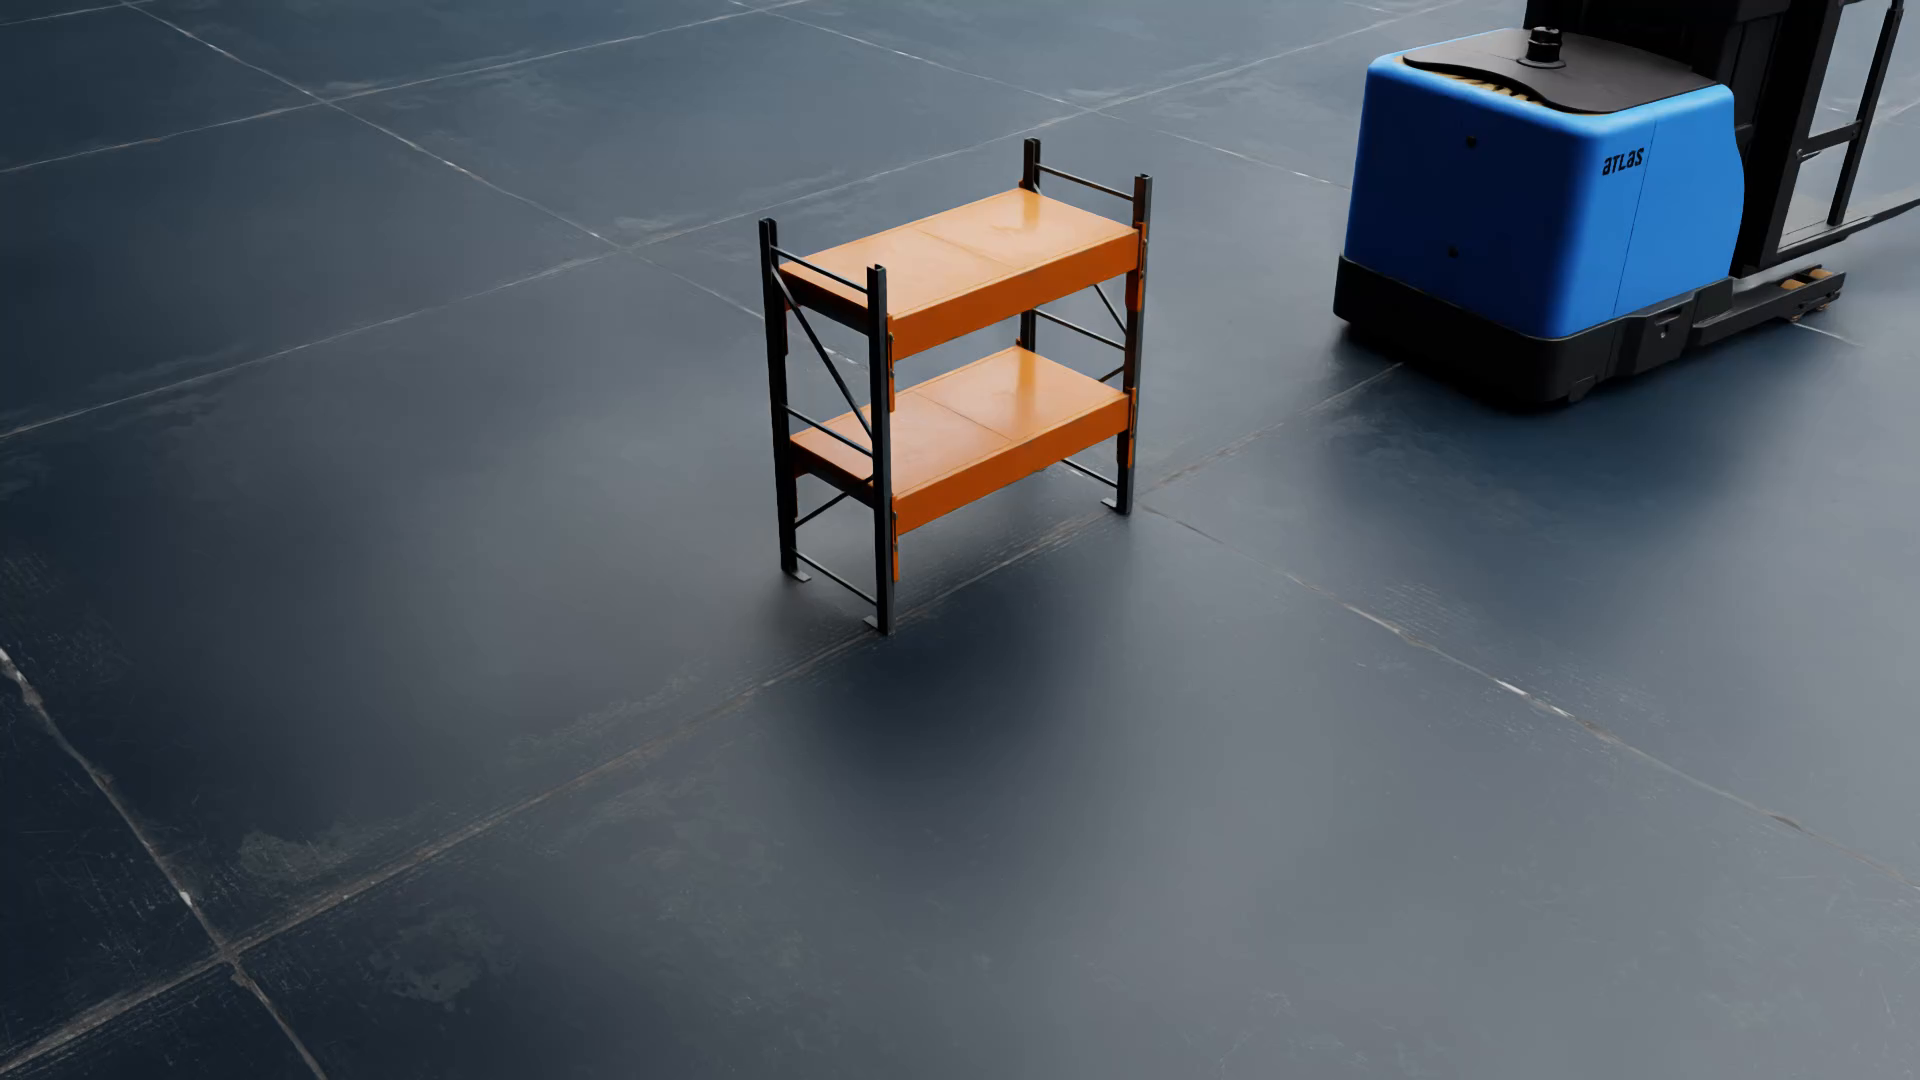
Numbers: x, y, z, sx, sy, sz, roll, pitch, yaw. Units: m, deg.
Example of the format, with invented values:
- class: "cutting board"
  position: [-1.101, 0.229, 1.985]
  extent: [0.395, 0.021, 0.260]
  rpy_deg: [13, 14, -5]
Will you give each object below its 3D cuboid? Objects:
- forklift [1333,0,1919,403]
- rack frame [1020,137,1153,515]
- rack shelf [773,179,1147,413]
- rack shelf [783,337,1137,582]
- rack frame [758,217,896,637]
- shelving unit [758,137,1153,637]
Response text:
- class: "forklift"
  position: [2.979, -2.333, 6.256]
  extent: [3.031, 2.935, 1.130]
  rpy_deg: [-20, 37, -29]
- class: "rack frame"
  position: [0.378, -0.663, 5.255]
  extent: [0.032, 1.125, 0.500]
  rpy_deg: [-26, 40, -35]
- class: "rack shelf"
  position: [0.005, -0.732, 4.808]
  extent: [1.000, 0.278, 0.538]
  rpy_deg: [-26, 40, -35]
- class: "rack shelf"
  position: [0.005, -0.274, 5.088]
  extent: [1.000, 0.278, 0.538]
  rpy_deg: [-26, 40, -35]
- class: "rack frame"
  position: [-0.368, -0.302, 4.666]
  extent: [0.032, 1.125, 0.500]
  rpy_deg: [-26, 40, -35]
- class: "shelving unit"
  position: [0.005, -0.482, 4.960]
  extent: [1.048, 1.125, 0.538]
  rpy_deg: [-26, 40, -35]
